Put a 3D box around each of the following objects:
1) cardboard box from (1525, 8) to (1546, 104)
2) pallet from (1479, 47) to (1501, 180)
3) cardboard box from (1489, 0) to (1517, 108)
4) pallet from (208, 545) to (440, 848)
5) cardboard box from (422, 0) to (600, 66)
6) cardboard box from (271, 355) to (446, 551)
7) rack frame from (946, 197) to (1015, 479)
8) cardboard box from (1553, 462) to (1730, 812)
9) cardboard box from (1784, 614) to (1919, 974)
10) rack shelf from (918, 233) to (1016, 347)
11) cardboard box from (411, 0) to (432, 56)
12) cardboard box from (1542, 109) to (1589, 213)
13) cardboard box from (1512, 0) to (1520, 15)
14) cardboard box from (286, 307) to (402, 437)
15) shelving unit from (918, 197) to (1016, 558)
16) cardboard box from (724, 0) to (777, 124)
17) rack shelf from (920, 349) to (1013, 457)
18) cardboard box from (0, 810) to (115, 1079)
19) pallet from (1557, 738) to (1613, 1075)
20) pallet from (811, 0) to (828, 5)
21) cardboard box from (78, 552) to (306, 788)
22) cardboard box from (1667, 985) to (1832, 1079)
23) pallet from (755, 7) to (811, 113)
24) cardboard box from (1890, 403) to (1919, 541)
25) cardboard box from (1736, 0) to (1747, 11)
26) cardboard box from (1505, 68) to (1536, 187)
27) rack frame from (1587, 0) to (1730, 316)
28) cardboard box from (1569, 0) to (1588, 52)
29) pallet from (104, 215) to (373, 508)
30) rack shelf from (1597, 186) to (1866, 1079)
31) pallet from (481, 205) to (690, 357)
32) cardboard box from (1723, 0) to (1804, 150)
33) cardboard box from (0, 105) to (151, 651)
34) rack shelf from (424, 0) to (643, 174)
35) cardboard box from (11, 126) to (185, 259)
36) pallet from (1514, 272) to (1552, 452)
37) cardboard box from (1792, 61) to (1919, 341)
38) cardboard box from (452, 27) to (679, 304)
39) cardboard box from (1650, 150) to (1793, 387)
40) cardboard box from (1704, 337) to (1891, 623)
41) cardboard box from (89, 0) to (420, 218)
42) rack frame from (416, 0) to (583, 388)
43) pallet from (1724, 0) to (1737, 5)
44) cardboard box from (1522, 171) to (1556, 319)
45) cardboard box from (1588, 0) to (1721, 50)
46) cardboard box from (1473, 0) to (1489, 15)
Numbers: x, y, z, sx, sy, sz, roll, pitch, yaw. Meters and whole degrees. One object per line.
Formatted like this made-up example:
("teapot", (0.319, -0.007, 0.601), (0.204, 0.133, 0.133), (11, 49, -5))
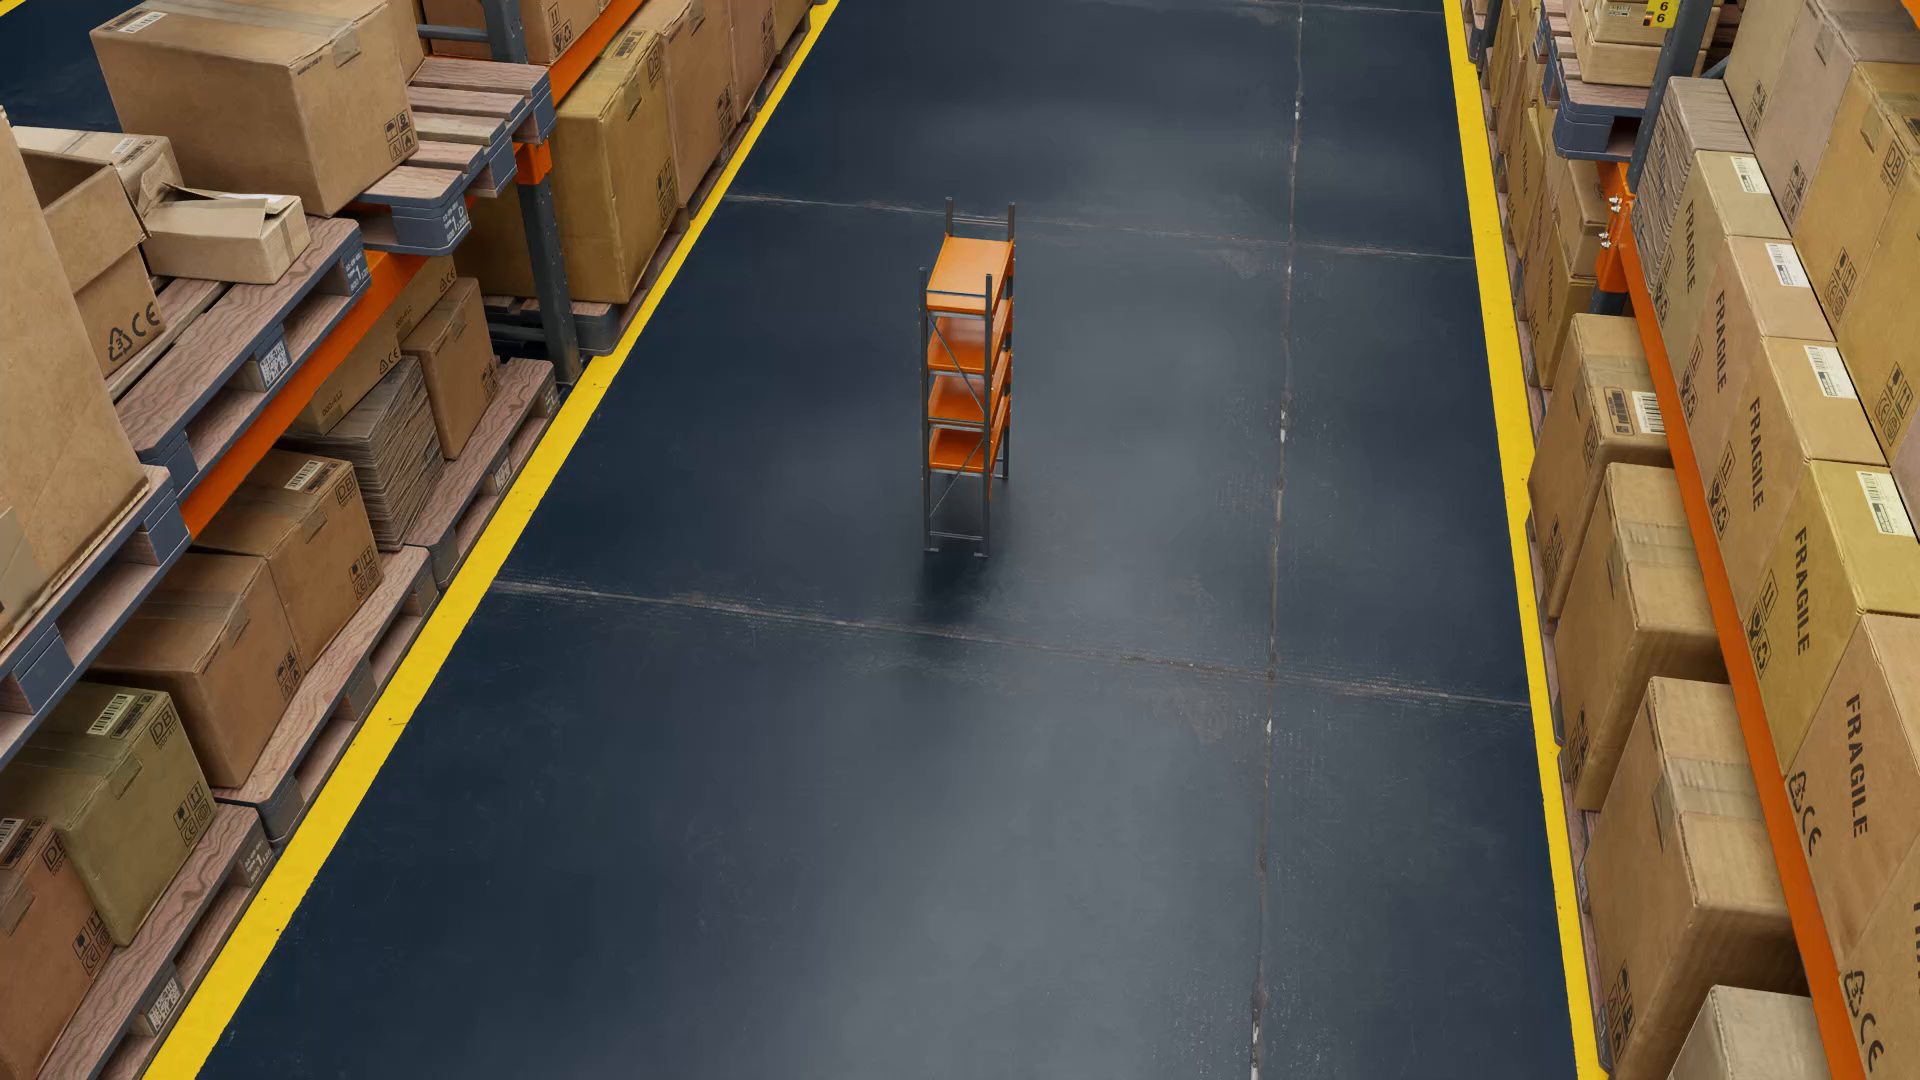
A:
("cardboard box", (2.873, -2.192, 7.591), (0.500, 0.250, 0.500), (8, 40, 9))
("pallet", (3.310, -2.230, 8.781), (1.003, 0.211, 1.213), (6, 40, 8))
("cardboard box", (3.054, -2.557, 8.621), (0.500, 0.500, 0.500), (8, 40, 9))
("pallet", (-2.466, 0.435, 5.558), (1.003, 0.211, 1.213), (6, 40, 8))
("cardboard box", (-1.764, -2.207, 6.487), (0.500, 0.500, 0.500), (8, 40, 9))
("cardboard box", (-2.296, -0.327, 5.908), (0.700, 0.500, 0.500), (3, 40, 4))
("rack frame", (0.071, -0.719, 6.179), (0.240, 1.200, 0.015), (6, 40, 8))
("cardboard box", (2.409, 0.344, 4.916), (1.050, 0.750, 0.750), (7, 40, 8))
("cardboard box", (1.974, 0.515, 3.195), (0.500, 0.500, 0.500), (6, 40, 7))
("rack shelf", (0.029, -0.869, 5.743), (0.258, 0.148, 0.480), (6, 40, 8))
("cardboard box", (-2.275, -2.269, 6.562), (0.500, 0.500, 0.500), (8, 40, 9))
("cardboard box", (2.688, -1.547, 6.810), (0.500, 0.250, 0.500), (7, 40, 8))
("cardboard box", (3.055, -2.846, 8.382), (0.500, 0.250, 0.500), (5, 40, 6))
("cardboard box", (-2.284, -0.631, 5.687), (0.500, 0.250, 0.500), (11, 41, 13))
("shelving unit", (0.029, -0.566, 5.993), (0.258, 1.200, 0.503), (6, 40, 8))
("cardboard box", (-1.669, -2.782, 8.598), (1.225, 0.875, 0.875), (5, 40, 6))
("rack shelf", (0.029, -0.514, 6.036), (0.258, 0.148, 0.480), (6, 40, 8))
("cardboard box", (-2.681, 1.028, 4.269), (0.700, 0.500, 0.500), (4, 40, 4))
("pallet", (2.327, 1.042, 4.824), (1.003, 0.211, 1.213), (6, 40, 8))
("pallet", (-1.215, -3.797, 10.677), (1.003, 0.211, 1.213), (6, 40, 8))
("cardboard box", (-2.484, 0.380, 5.053), (0.700, 0.500, 0.500), (3, 40, 4))
("cardboard box", (2.078, 1.533, 3.478), (1.050, 0.750, 0.750), (6, 40, 7))
("pallet", (-1.483, -2.836, 9.515), (1.003, 0.211, 1.213), (6, 40, 8))
("cardboard box", (2.314, -0.149, 3.213), (0.700, 0.500, 0.500), (7, 40, 8))
("cardboard box", (3.166, -2.114, 6.320), (0.380, 0.149, 0.250), (8, 40, 10))
("cardboard box", (2.887, -1.895, 7.820), (0.500, 0.500, 0.500), (7, 40, 8))
("rack frame", (2.751, -1.283, 5.448), (1.000, 3.000, 0.127), (6, 40, 8))
("cardboard box", (2.429, -1.864, 6.018), (0.380, 0.149, 0.250), (6, 40, 8))
("pallet", (-2.419, -0.572, 4.739), (1.003, 0.211, 1.213), (6, 40, 8))
("rack shelf", (2.405, 0.250, 4.159), (1.077, 0.370, 4.000), (6, 40, 8))
("pallet", (-1.906, -1.305, 7.663), (1.003, 0.211, 1.213), (6, 40, 8))
("cardboard box", (2.664, -1.426, 4.758), (0.700, 0.500, 0.500), (6, 40, 7))
("cardboard box", (-2.533, -0.259, 3.409), (1.000, 1.000, 1.000), (7, 40, 8))
("rack shelf", (-1.770, -2.871, 7.933), (1.077, 0.370, 4.000), (6, 40, 8))
("cardboard box", (-2.633, -0.971, 4.858), (0.500, 0.250, 0.500), (5, 40, 6))
("pallet", (2.888, -0.698, 6.929), (1.003, 0.211, 1.213), (6, 40, 8))
("cardboard box", (2.491, -0.786, 3.984), (0.700, 0.500, 0.500), (6, 40, 7))
("cardboard box", (-1.976, -1.667, 7.250), (1.225, 0.875, 0.875), (5, 40, 6))
("cardboard box", (2.323, -0.750, 4.725), (0.500, 0.500, 0.500), (6, 40, 7))
("cardboard box", (2.146, -0.121, 3.964), (0.500, 0.500, 0.500), (6, 40, 7))
("cardboard box", (-2.168, -1.389, 5.168), (0.700, 0.500, 0.500), (12, 41, 14))
("rack frame", (-2.116, -1.893, 6.186), (1.000, 3.000, 0.127), (6, 40, 8))
("pallet", (3.054, -2.456, 7.017), (1.003, 0.211, 1.213), (6, 40, 8))
("cardboard box", (2.701, -1.249, 7.038), (0.500, 0.500, 0.500), (8, 40, 9))
("cardboard box", (2.388, -1.823, 5.735), (0.380, 0.149, 0.250), (7, 40, 9))
("cardboard box", (3.176, -3.140, 9.602), (0.380, 0.149, 0.250), (7, 40, 8))
